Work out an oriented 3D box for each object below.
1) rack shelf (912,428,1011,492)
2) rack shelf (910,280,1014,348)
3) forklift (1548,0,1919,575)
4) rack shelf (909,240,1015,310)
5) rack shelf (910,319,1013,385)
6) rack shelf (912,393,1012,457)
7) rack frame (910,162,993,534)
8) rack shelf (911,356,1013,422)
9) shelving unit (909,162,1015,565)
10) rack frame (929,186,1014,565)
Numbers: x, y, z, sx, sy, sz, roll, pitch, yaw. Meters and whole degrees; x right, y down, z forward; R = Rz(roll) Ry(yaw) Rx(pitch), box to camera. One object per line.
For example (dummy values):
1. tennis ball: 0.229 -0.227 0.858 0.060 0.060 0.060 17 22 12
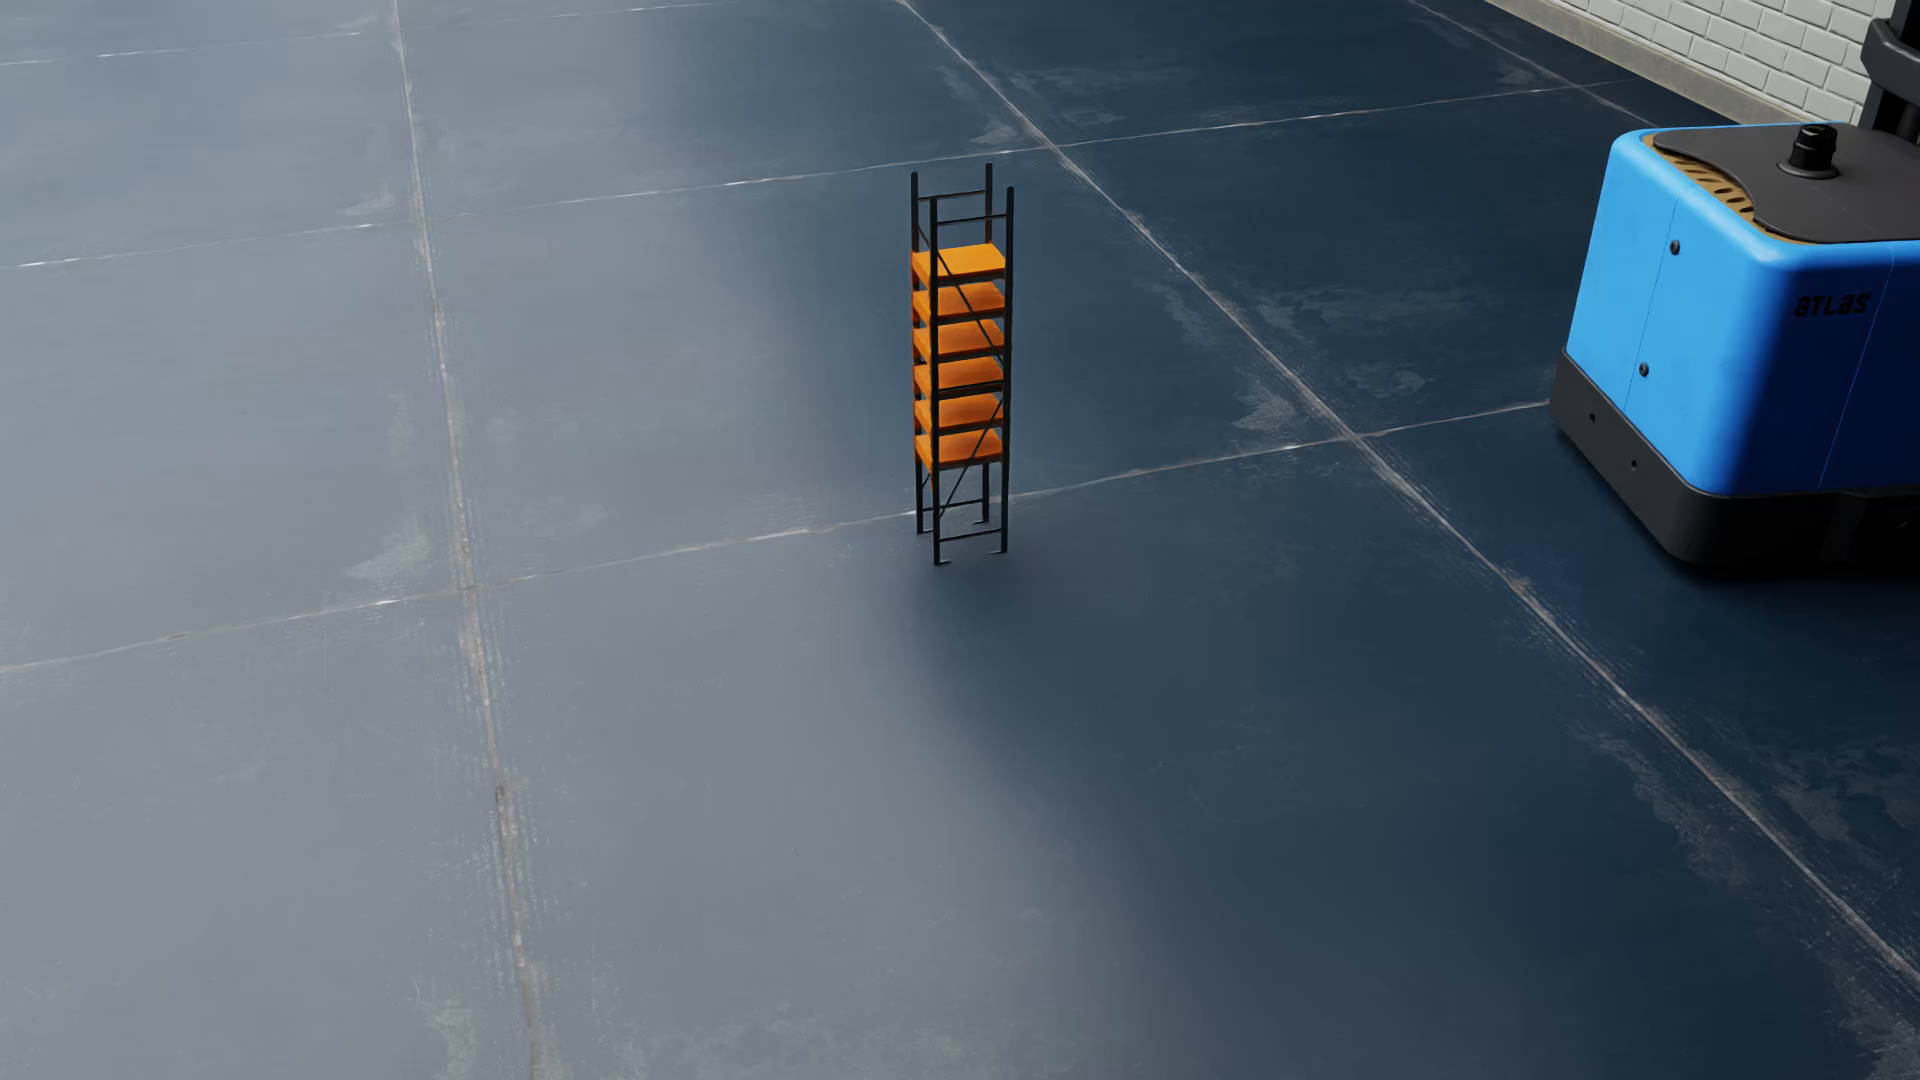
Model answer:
1. rack shelf: 0.004 -0.256 5.065 0.258 0.103 0.180 -10 35 -15
2. rack shelf: 0.004 -0.656 4.800 0.258 0.103 0.180 -10 35 -15
3. forklift: 3.604 -1.466 4.809 3.031 2.935 1.130 -4 34 -6
4. rack shelf: 0.004 -0.756 4.734 0.258 0.103 0.180 -10 35 -15
5. rack shelf: 0.004 -0.556 4.866 0.258 0.103 0.180 -10 35 -15
6. rack shelf: 0.004 -0.356 4.998 0.258 0.103 0.180 -10 35 -15
7. rack frame: -0.023 -0.541 4.980 0.240 1.200 0.006 -10 35 -15
8. rack shelf: 0.004 -0.456 4.932 0.258 0.103 0.180 -10 35 -15
9. shelving unit: 0.004 -0.493 4.908 0.258 1.200 0.189 -10 35 -15
10. rack frame: 0.032 -0.445 4.835 0.240 1.200 0.006 -10 35 -15
